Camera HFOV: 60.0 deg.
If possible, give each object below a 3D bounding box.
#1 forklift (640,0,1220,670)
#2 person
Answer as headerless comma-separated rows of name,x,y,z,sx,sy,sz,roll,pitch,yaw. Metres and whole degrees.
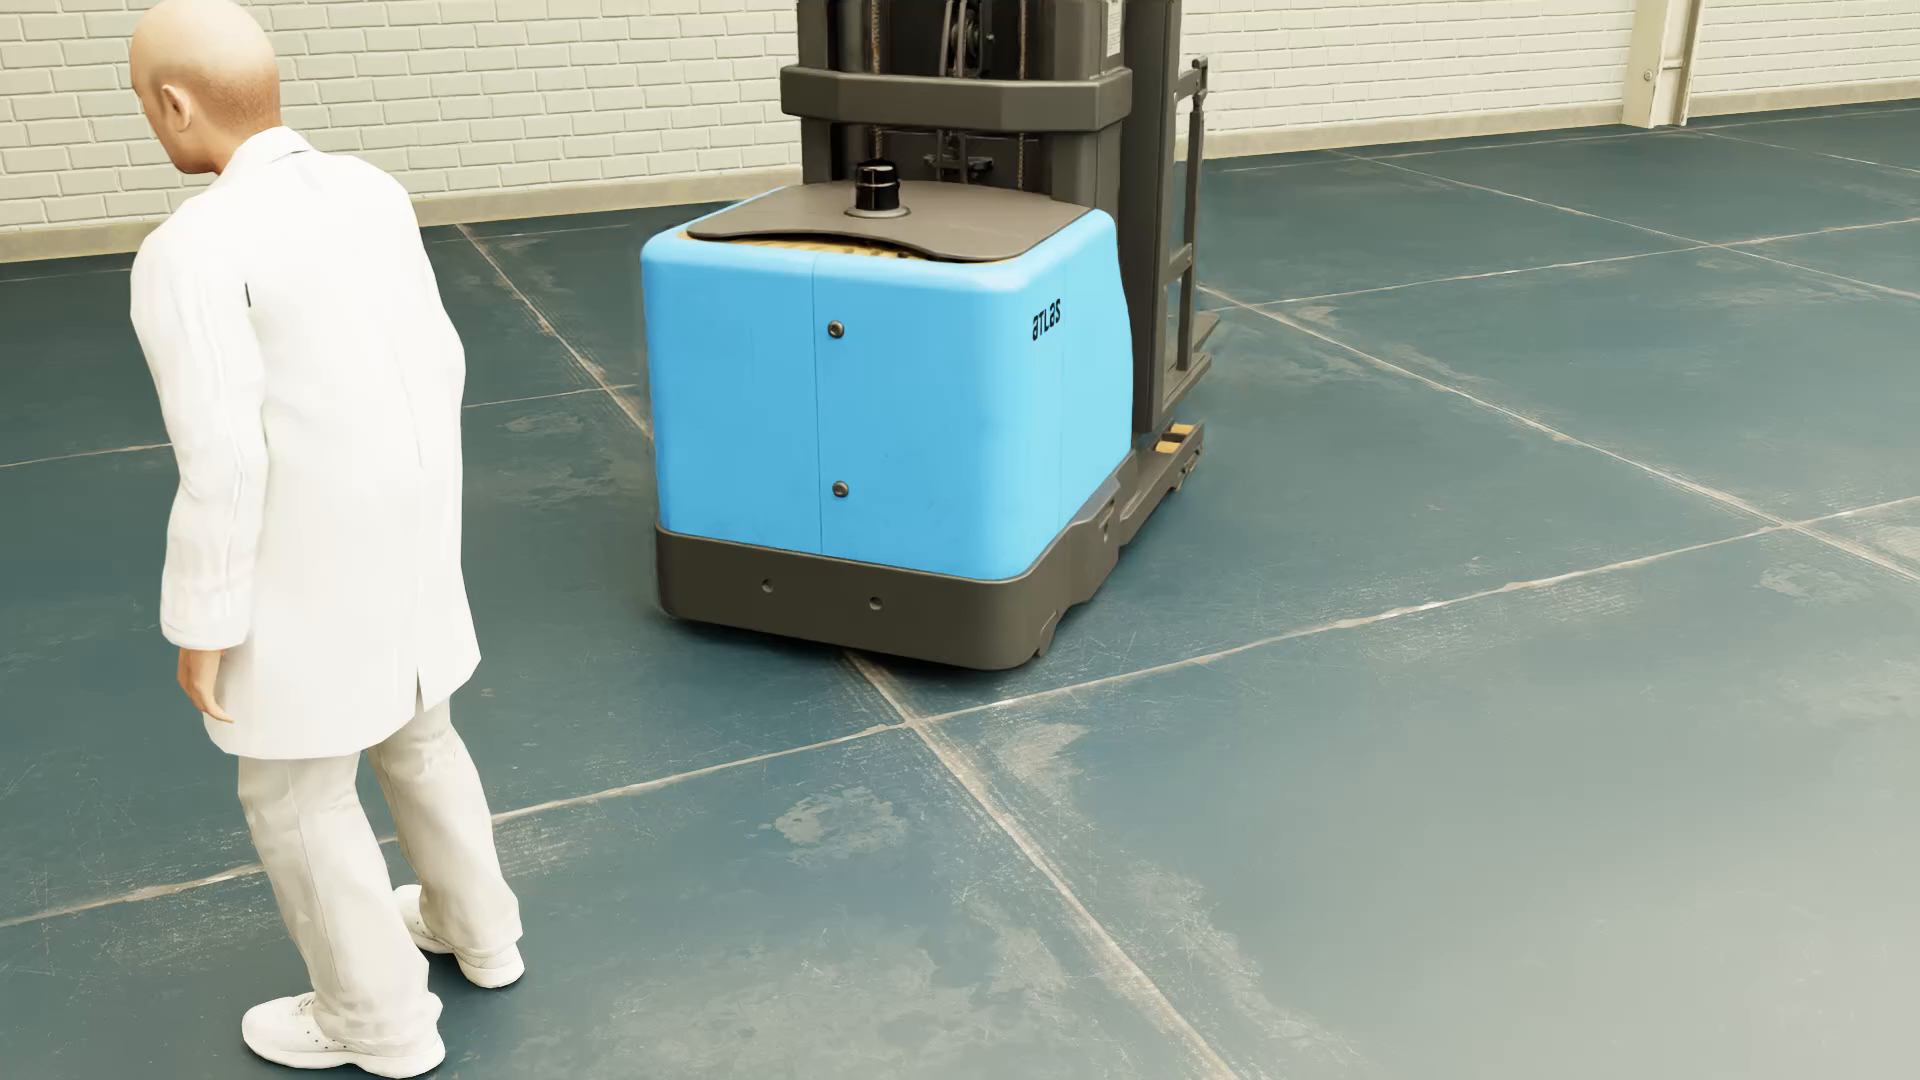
forklift,0.190,-1.564,5.052,1.130,2.935,3.031,8,24,19
person,-1.021,0.049,2.678,0.430,1.772,0.647,8,24,18
